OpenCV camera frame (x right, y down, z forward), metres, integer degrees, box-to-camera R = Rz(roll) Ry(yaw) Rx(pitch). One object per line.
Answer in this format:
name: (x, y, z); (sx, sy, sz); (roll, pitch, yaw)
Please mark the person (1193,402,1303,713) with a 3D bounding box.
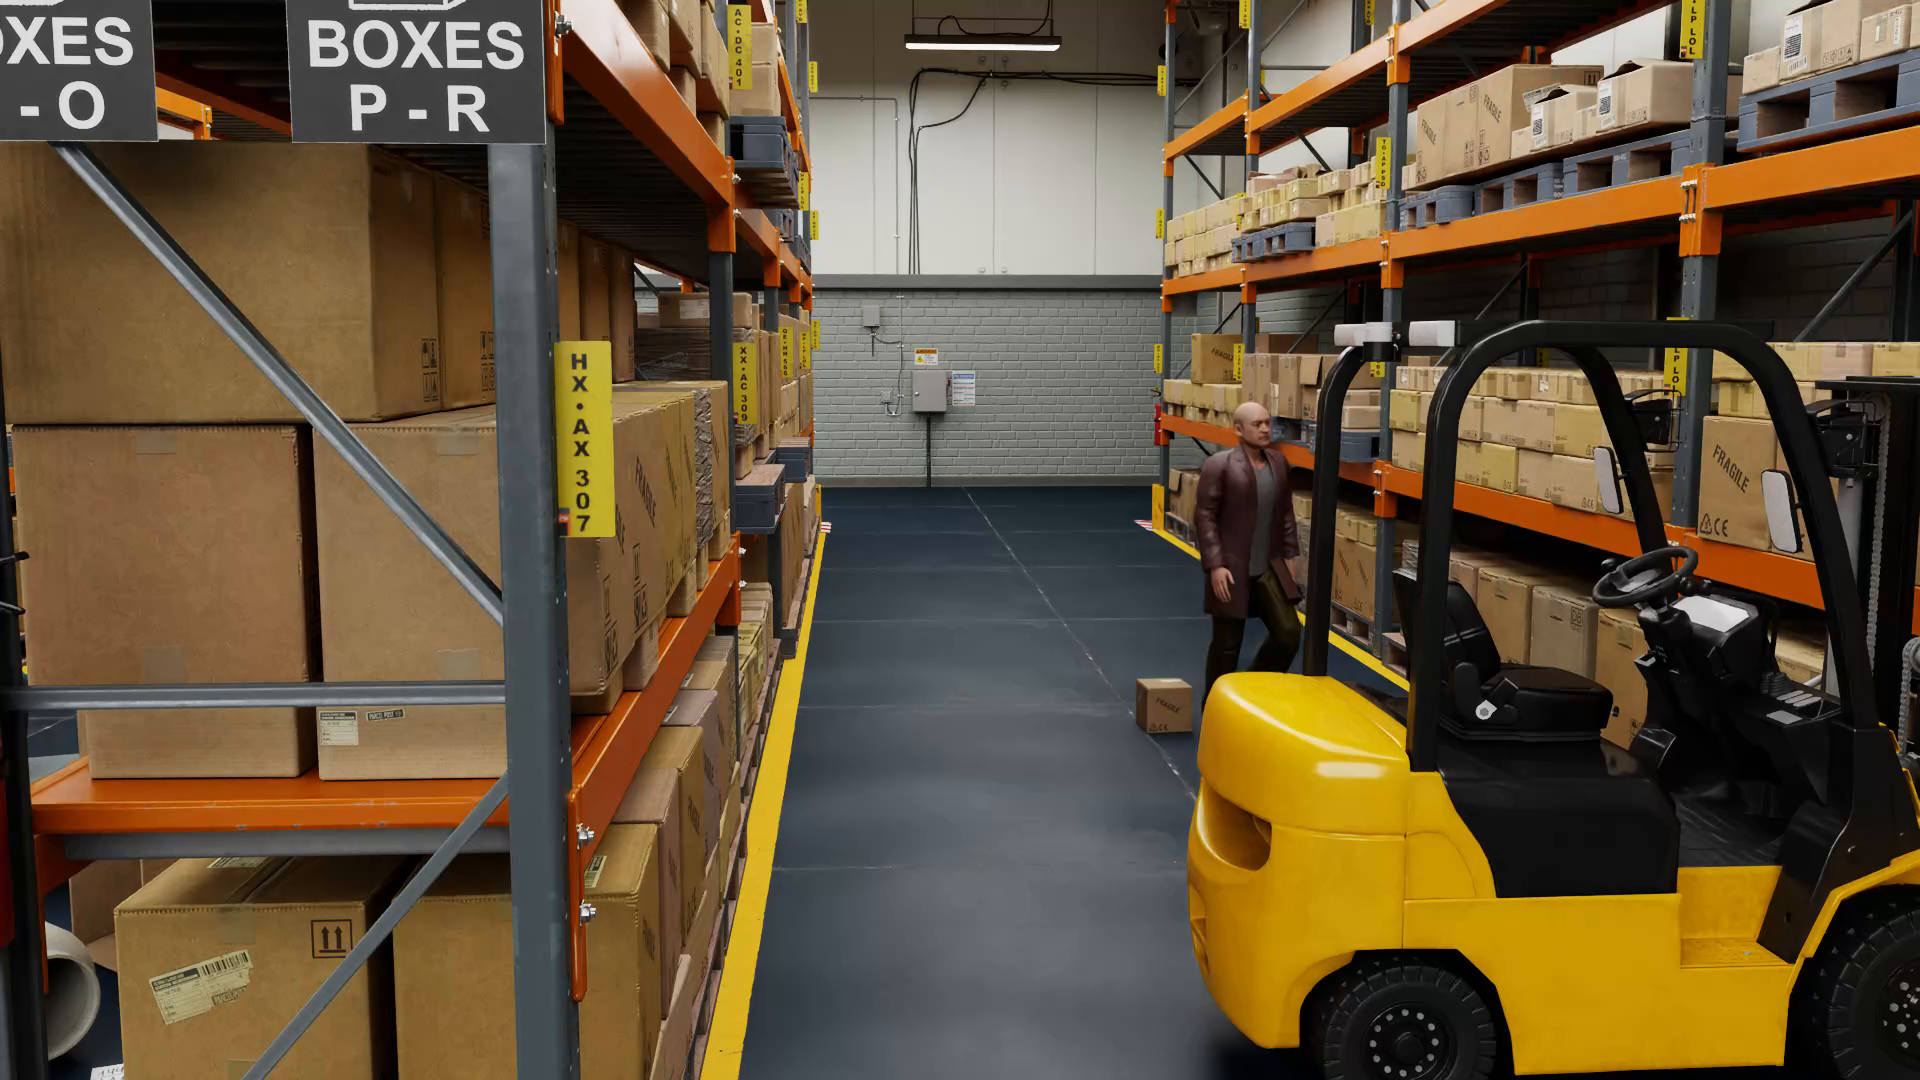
person: (1.535, 0.181, 8.763); (0.695, 1.814, 0.543); (-3, 7, -21)
